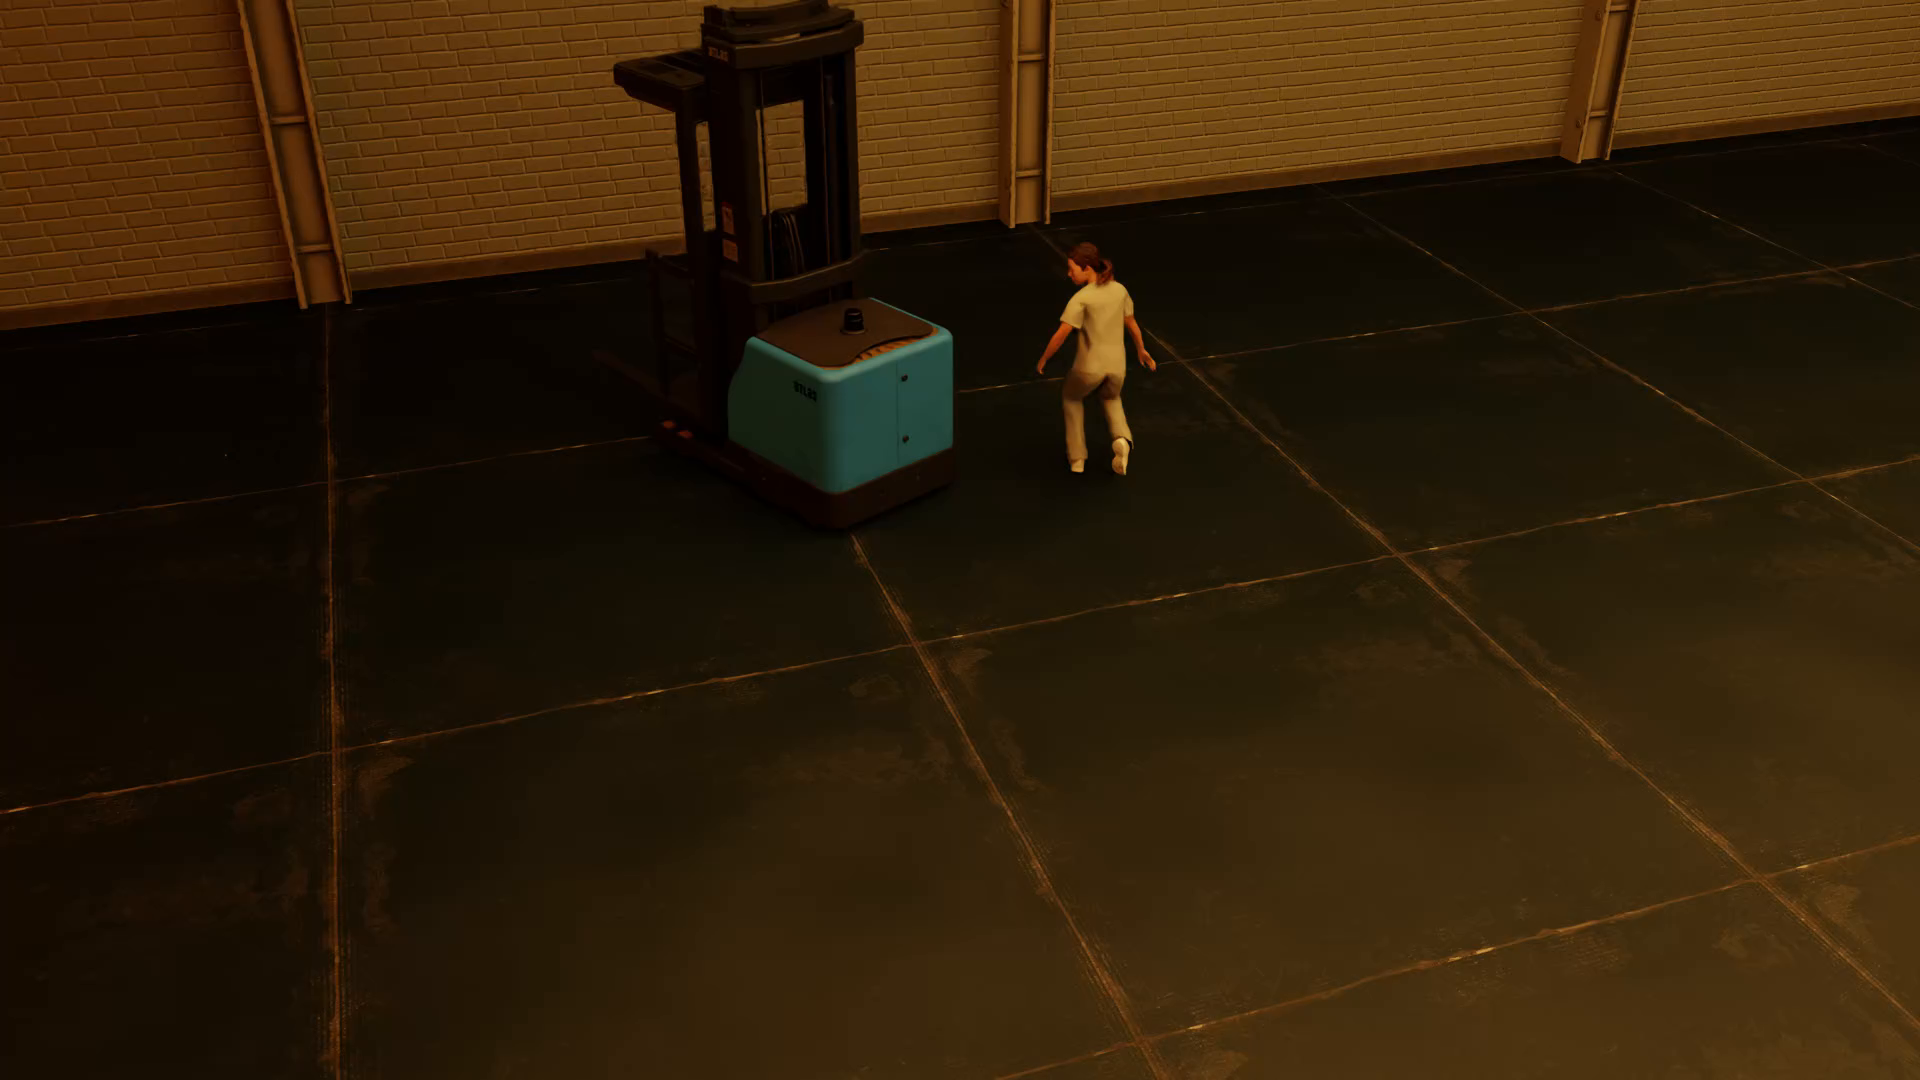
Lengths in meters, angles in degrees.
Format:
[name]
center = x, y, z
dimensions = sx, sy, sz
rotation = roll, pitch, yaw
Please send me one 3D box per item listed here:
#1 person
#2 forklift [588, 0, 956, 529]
[person]
center = 0.899, -1.134, 10.530
dimensions = 0.806, 1.483, 0.570
rotation = -11, 32, -18
[forklift]
center = -1.397, -1.983, 10.534
dimensions = 1.130, 2.935, 3.031
rotation = -25, 38, -36
